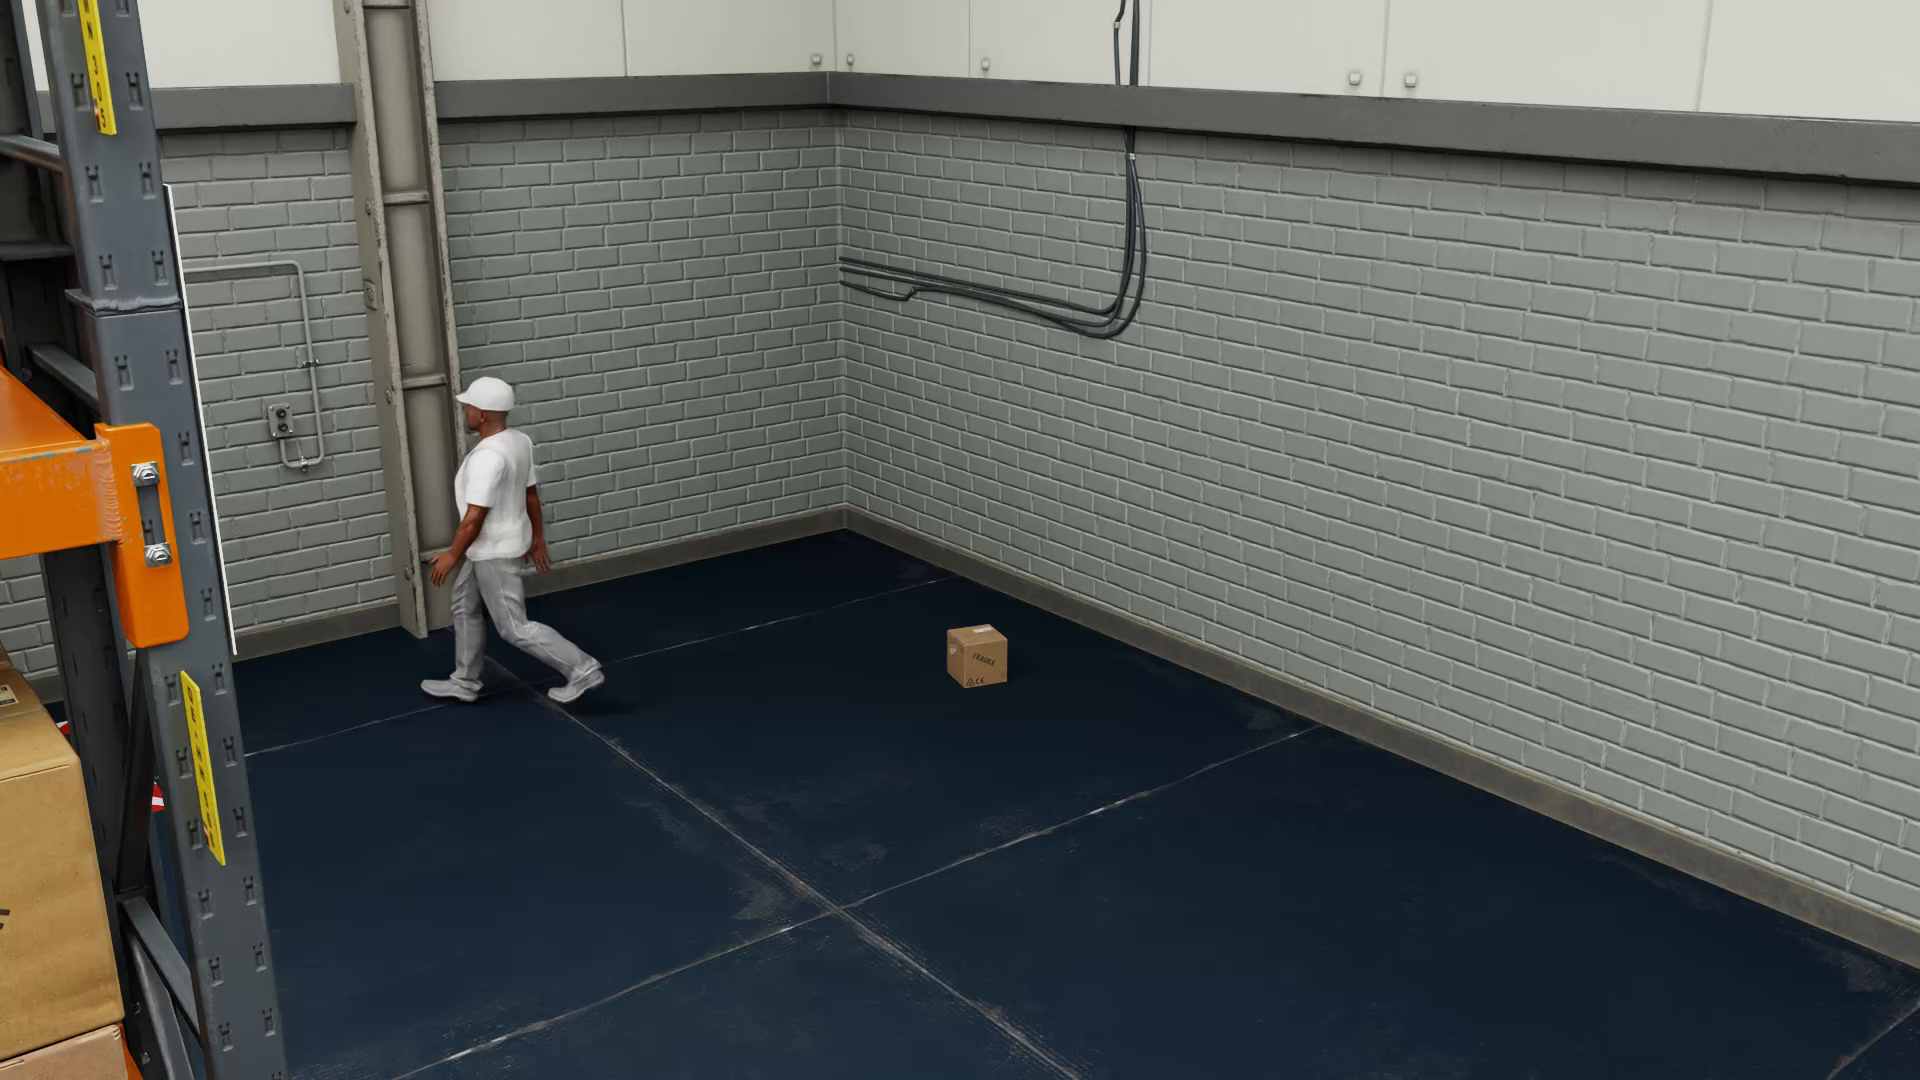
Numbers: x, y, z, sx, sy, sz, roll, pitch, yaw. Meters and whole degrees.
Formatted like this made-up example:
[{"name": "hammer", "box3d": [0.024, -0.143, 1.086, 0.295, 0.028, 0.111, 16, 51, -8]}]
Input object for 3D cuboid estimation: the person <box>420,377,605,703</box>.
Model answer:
[{"name": "person", "box3d": [-2.323, 0.035, 8.390, 1.006, 1.727, 0.577, 0, 18, -1]}]
